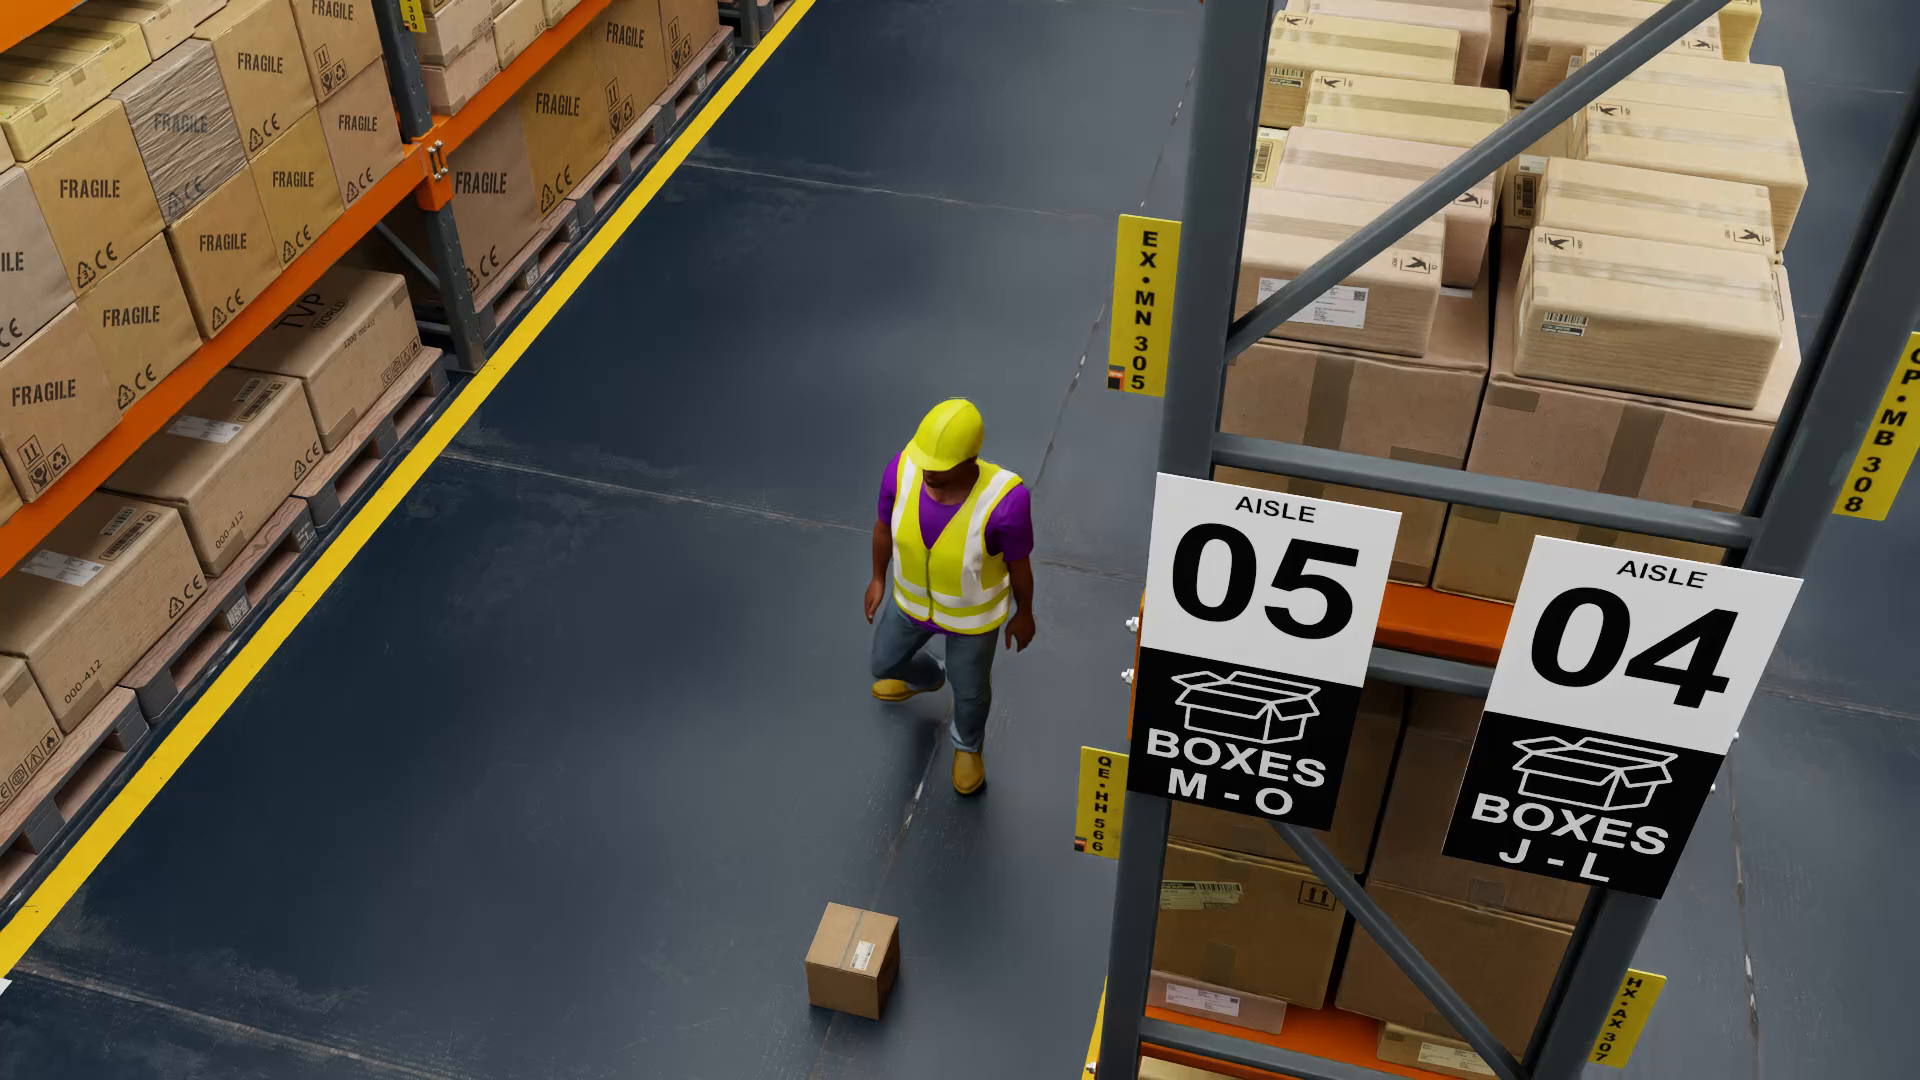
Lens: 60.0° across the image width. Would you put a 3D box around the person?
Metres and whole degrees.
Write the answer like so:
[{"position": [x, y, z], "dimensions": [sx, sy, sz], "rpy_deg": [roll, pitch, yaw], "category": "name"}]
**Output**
[{"position": [-0.073, 0.156, 5.941], "dimensions": [0.733, 1.758, 0.524], "rpy_deg": [19, 44, 20], "category": "person"}]
